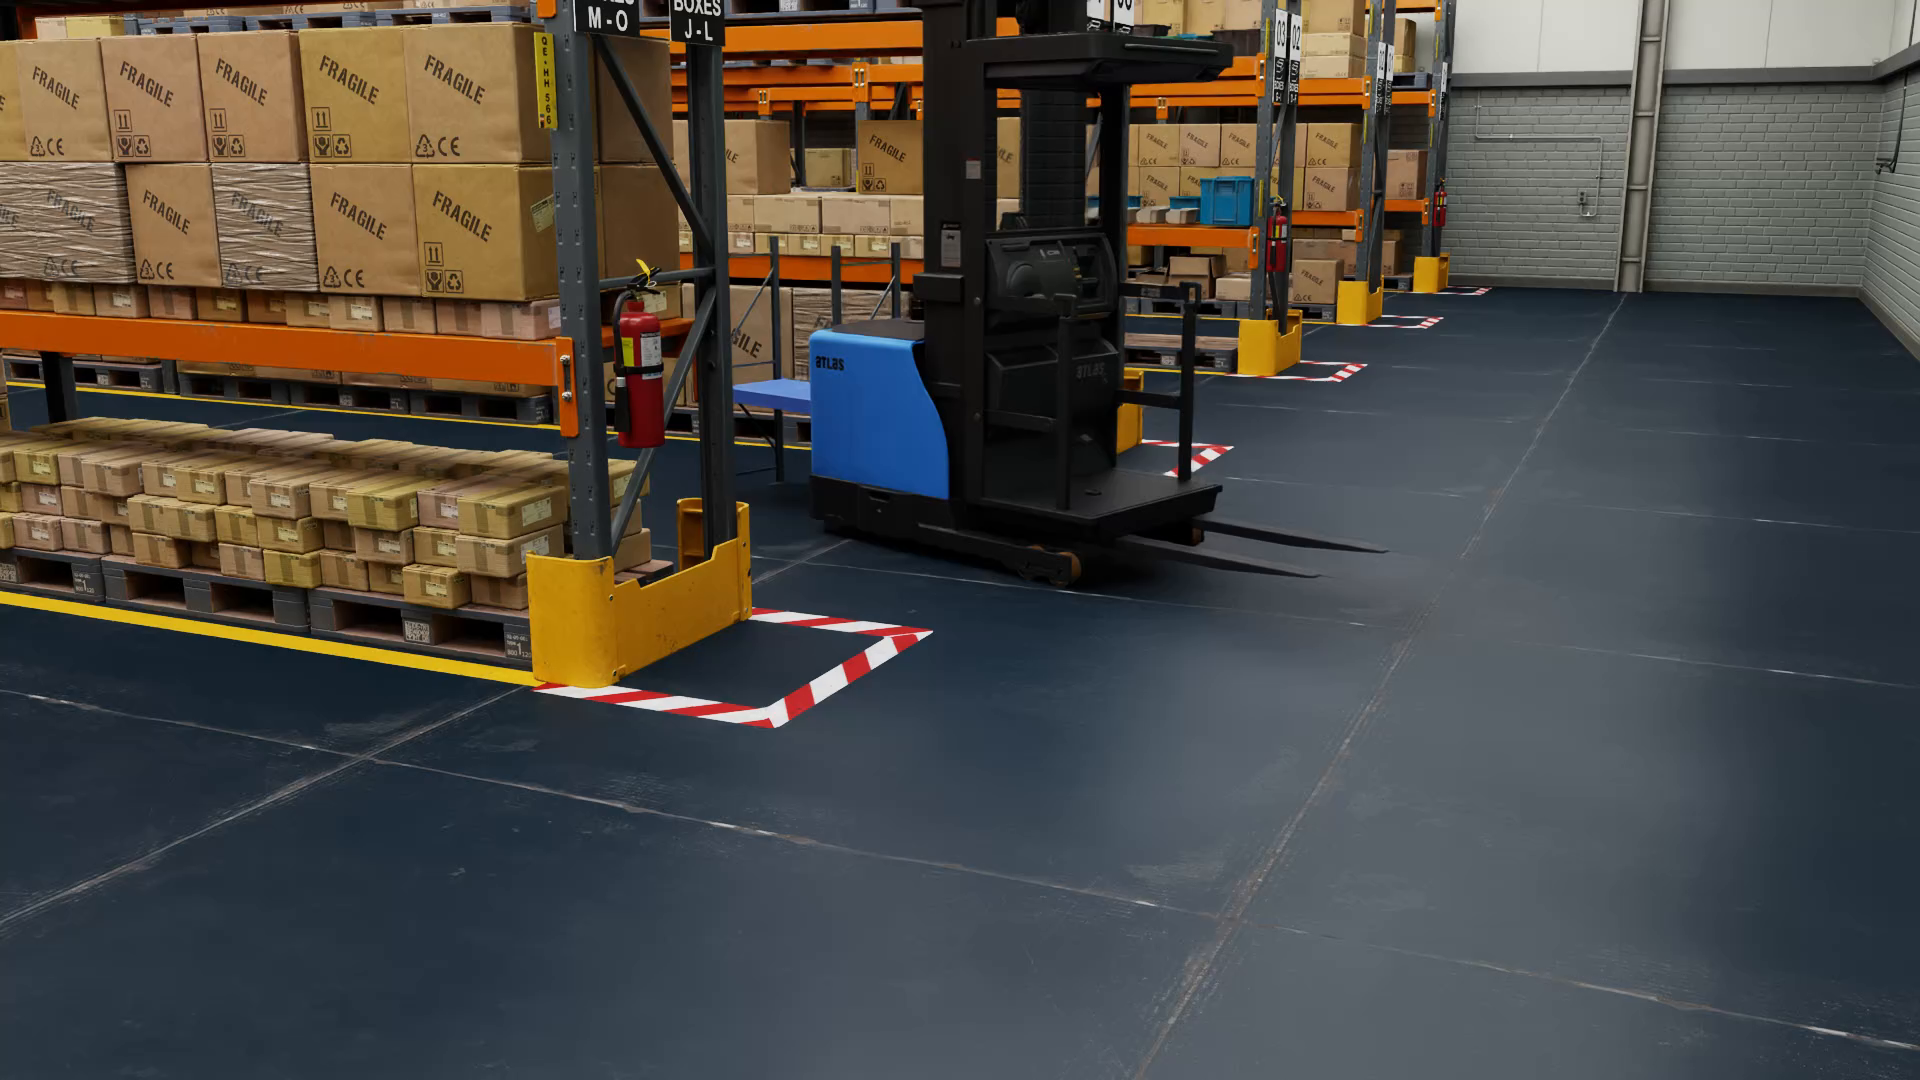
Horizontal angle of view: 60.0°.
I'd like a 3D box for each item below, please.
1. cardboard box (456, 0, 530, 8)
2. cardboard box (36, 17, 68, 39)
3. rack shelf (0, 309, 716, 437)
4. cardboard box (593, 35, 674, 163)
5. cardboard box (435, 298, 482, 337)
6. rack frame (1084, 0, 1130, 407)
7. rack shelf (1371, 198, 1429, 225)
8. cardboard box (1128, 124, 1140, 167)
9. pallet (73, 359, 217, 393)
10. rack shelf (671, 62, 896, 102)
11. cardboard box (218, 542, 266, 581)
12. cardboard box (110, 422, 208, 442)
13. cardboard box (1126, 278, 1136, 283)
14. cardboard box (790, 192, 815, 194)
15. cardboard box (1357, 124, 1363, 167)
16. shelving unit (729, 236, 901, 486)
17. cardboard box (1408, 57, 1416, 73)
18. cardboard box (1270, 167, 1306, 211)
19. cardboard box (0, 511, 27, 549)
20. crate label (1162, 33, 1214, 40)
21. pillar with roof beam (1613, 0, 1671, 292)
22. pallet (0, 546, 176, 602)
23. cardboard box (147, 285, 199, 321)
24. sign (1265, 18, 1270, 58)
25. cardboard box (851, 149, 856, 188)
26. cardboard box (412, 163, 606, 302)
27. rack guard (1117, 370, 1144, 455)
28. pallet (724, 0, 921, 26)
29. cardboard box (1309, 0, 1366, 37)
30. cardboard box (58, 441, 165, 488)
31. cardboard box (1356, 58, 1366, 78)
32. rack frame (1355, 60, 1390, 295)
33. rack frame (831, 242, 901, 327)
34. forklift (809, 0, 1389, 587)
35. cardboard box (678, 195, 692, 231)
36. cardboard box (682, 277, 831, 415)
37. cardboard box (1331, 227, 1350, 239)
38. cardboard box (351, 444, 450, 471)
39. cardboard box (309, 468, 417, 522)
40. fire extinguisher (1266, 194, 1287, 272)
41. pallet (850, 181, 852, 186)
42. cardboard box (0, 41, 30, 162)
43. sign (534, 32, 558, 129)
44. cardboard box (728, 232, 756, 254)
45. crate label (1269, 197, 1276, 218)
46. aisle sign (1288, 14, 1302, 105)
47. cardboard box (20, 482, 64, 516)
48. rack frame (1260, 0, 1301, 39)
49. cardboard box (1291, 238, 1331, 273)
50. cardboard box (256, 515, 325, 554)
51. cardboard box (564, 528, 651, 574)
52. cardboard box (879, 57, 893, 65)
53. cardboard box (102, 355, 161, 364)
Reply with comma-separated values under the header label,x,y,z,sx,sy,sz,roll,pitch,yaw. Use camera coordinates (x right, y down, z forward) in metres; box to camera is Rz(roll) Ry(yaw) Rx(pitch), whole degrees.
label,x,y,z,sx,sy,sz,roll,pitch,yaw
cardboard box,-3.310,-4.181,12.302,0.500,0.500,0.700,6,15,25
cardboard box,-7.426,-4.209,13.889,0.500,0.250,0.500,6,14,23
rack shelf,-3.048,-0.854,7.403,4.000,0.370,1.077,6,14,23
cardboard box,-1.523,-1.796,6.786,0.500,0.500,0.500,6,14,23
cardboard box,-1.844,-0.899,6.569,0.250,0.149,0.380,6,14,23
rack frame,0.882,-2.046,10.907,0.127,3.000,1.000,6,14,23
rack shelf,5.072,-4.984,25.005,4.000,0.370,1.077,6,14,23
cardboard box,2.029,-4.870,20.536,0.500,0.500,0.500,5,14,21
pallet,-7.147,-1.501,14.690,1.213,0.211,1.003,6,14,23
rack shelf,-2.598,-4.746,17.421,4.000,0.370,1.077,6,14,23
cardboard box,-3.000,0.054,7.280,0.250,0.149,0.380,6,15,24
cardboard box,-3.966,-0.480,8.253,0.250,0.149,0.380,6,14,23
cardboard box,2.243,-3.295,21.510,0.250,0.149,0.380,6,14,23
cardboard box,-1.325,-2.407,12.124,0.500,0.250,0.500,6,15,24
cardboard box,4.599,-4.746,20.008,0.500,0.500,0.500,6,15,25
shelving unit,-0.886,-0.961,9.568,1.048,1.500,0.538,12,18,41
cardboard box,6.333,-6.909,24.256,0.500,0.250,0.500,7,15,26
cardboard box,3.902,-4.195,19.848,0.500,0.500,0.500,6,14,24
cardboard box,-4.431,-0.080,7.853,0.250,0.149,0.380,6,15,25
crate label,2.175,-4.621,15.642,0.502,0.251,0.408,6,14,23
pillar with roof beam,7.976,-7.102,19.322,0.400,9.000,9.100,6,14,23
pallet,-4.249,0.023,8.195,1.213,0.211,1.003,6,14,23
cardboard box,-3.263,-1.046,7.195,0.250,0.149,0.380,6,15,25
sign,2.680,-4.373,14.489,0.005,0.325,0.100,6,14,23
cardboard box,-1.037,-4.949,22.140,0.500,0.500,0.700,9,16,34
cardboard box,-1.735,-1.200,6.435,0.500,0.500,0.500,6,15,24
rack guard,0.904,-0.827,11.183,0.348,0.500,1.175,6,14,23
pallet,-0.920,-3.642,11.338,1.213,0.211,1.003,6,14,23
cardboard box,4.421,-6.154,19.443,0.500,0.500,0.700,6,14,23
cardboard box,-3.919,-0.350,7.699,0.250,0.149,0.380,5,14,22
cardboard box,4.531,-5.603,19.827,0.500,0.250,0.500,6,14,23
rack frame,4.898,-4.115,19.724,0.127,3.000,1.000,6,14,23
rack frame,-0.511,-0.883,9.234,0.032,1.500,0.500,12,18,41
forklift,0.617,-1.342,8.057,3.031,2.935,1.130,12,18,41
cardboard box,-1.999,-2.342,11.849,0.500,0.250,0.500,6,14,23
cardboard box,-1.382,-1.425,11.993,0.875,0.875,0.875,6,14,23
cardboard box,5.723,-4.597,24.912,0.250,0.149,0.380,6,14,24
cardboard box,-2.550,-0.329,7.608,0.250,0.149,0.380,6,15,25
cardboard box,-2.512,-0.191,7.023,0.250,0.149,0.380,5,14,21
fire extinguisher,2.842,-2.752,14.903,0.183,0.674,0.296,6,14,23
pallet,-1.109,-5.840,27.497,1.003,0.211,1.213,6,14,23
cardboard box,-4.083,-1.932,7.364,0.500,0.500,0.500,5,14,22
sign,-1.463,-1.623,5.878,0.005,0.325,0.100,6,14,23
cardboard box,-1.454,-2.077,11.590,0.250,0.149,0.380,6,14,24
crate label,2.795,-3.120,15.719,0.303,0.233,0.416,6,14,23
aisle sign,3.074,-4.401,15.255,0.004,0.787,0.394,6,14,23
cardboard box,-4.170,-0.231,7.841,0.250,0.149,0.380,6,14,23
rack frame,2.888,-6.001,14.631,0.127,3.000,1.000,6,14,23
cardboard box,5.302,-4.274,24.954,0.500,0.500,0.700,5,14,21
cardboard box,-2.772,-0.063,7.126,0.250,0.149,0.380,6,14,24
cardboard box,-1.569,0.049,7.301,0.250,0.149,0.380,6,15,24
cardboard box,-1.063,-6.235,21.976,0.500,0.500,0.910,6,14,23
cardboard box,-7.053,-1.841,14.544,0.500,0.500,0.700,5,14,20
